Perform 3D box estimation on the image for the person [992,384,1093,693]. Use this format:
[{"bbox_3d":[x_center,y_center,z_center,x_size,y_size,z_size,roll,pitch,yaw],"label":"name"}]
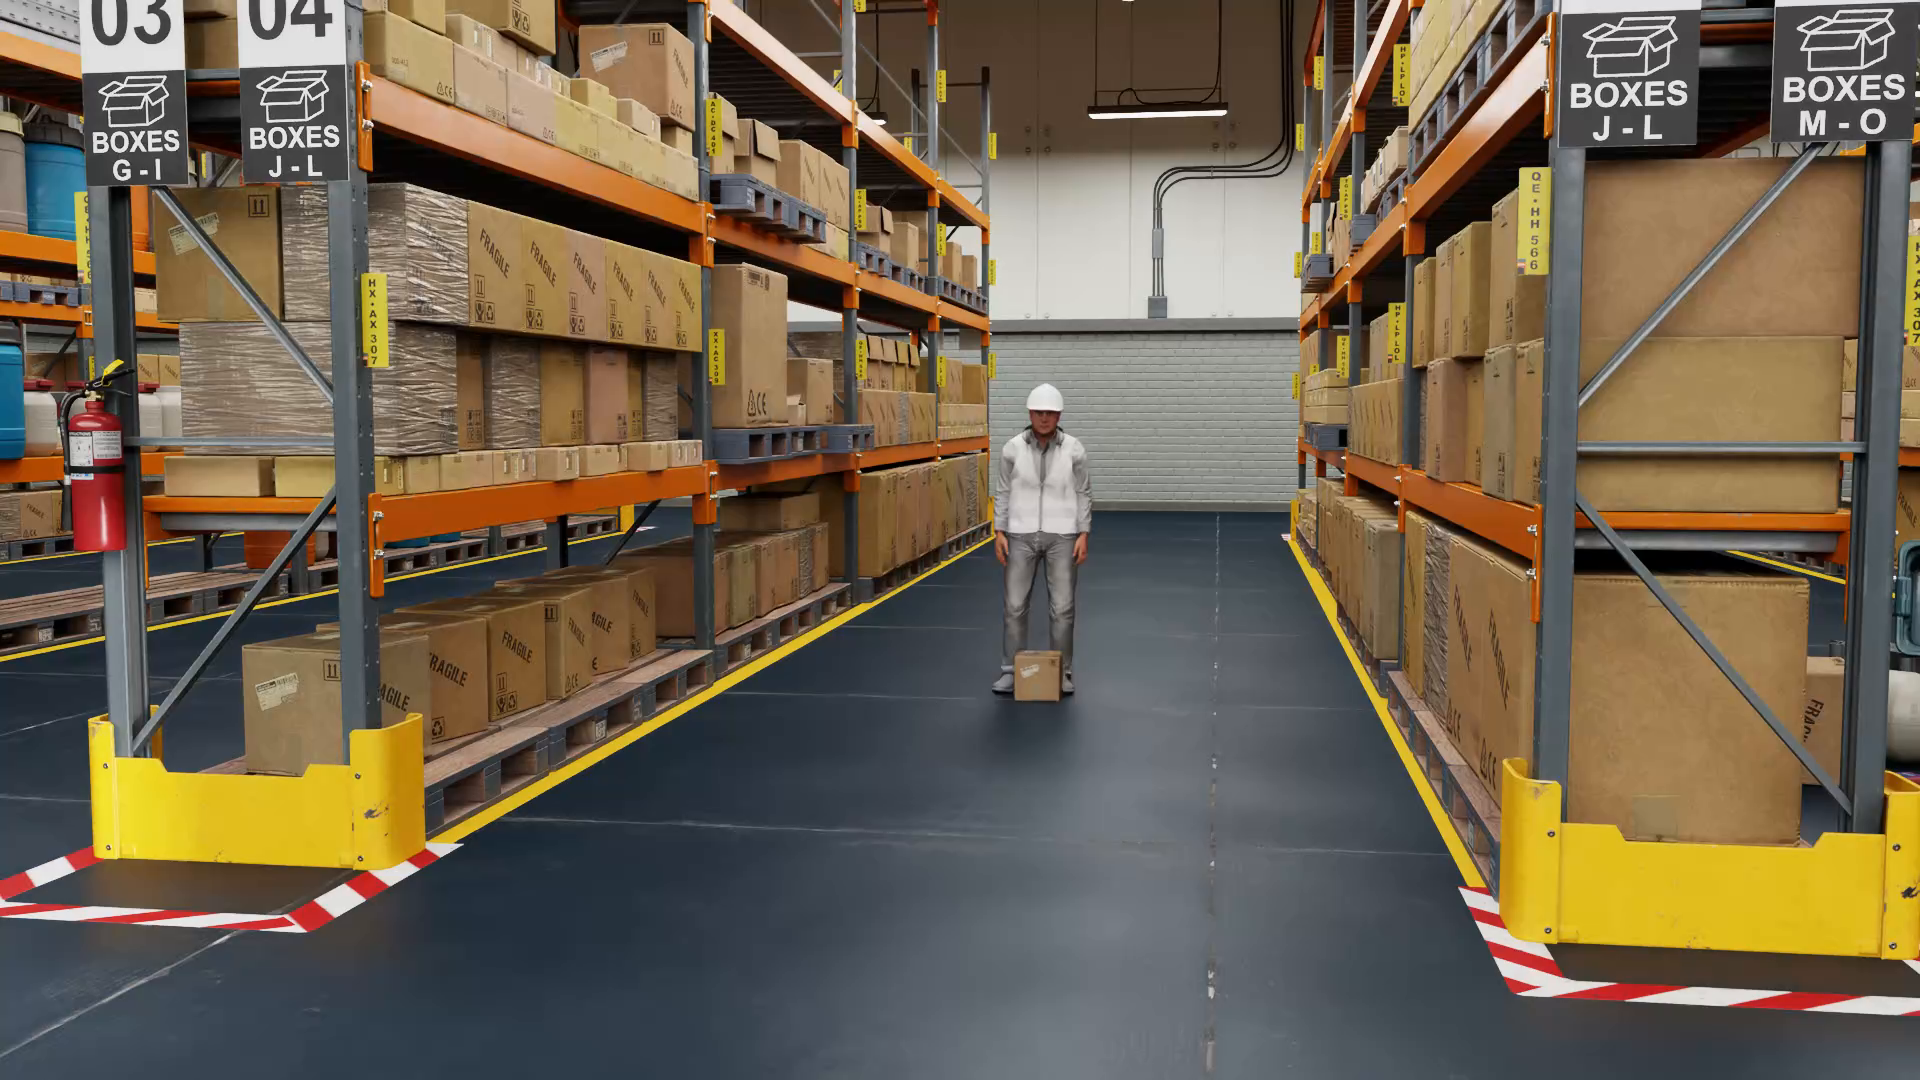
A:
[{"bbox_3d":[0.476,-0.011,9.598,0.571,1.771,0.458,1,4,7],"label":"person"}]
